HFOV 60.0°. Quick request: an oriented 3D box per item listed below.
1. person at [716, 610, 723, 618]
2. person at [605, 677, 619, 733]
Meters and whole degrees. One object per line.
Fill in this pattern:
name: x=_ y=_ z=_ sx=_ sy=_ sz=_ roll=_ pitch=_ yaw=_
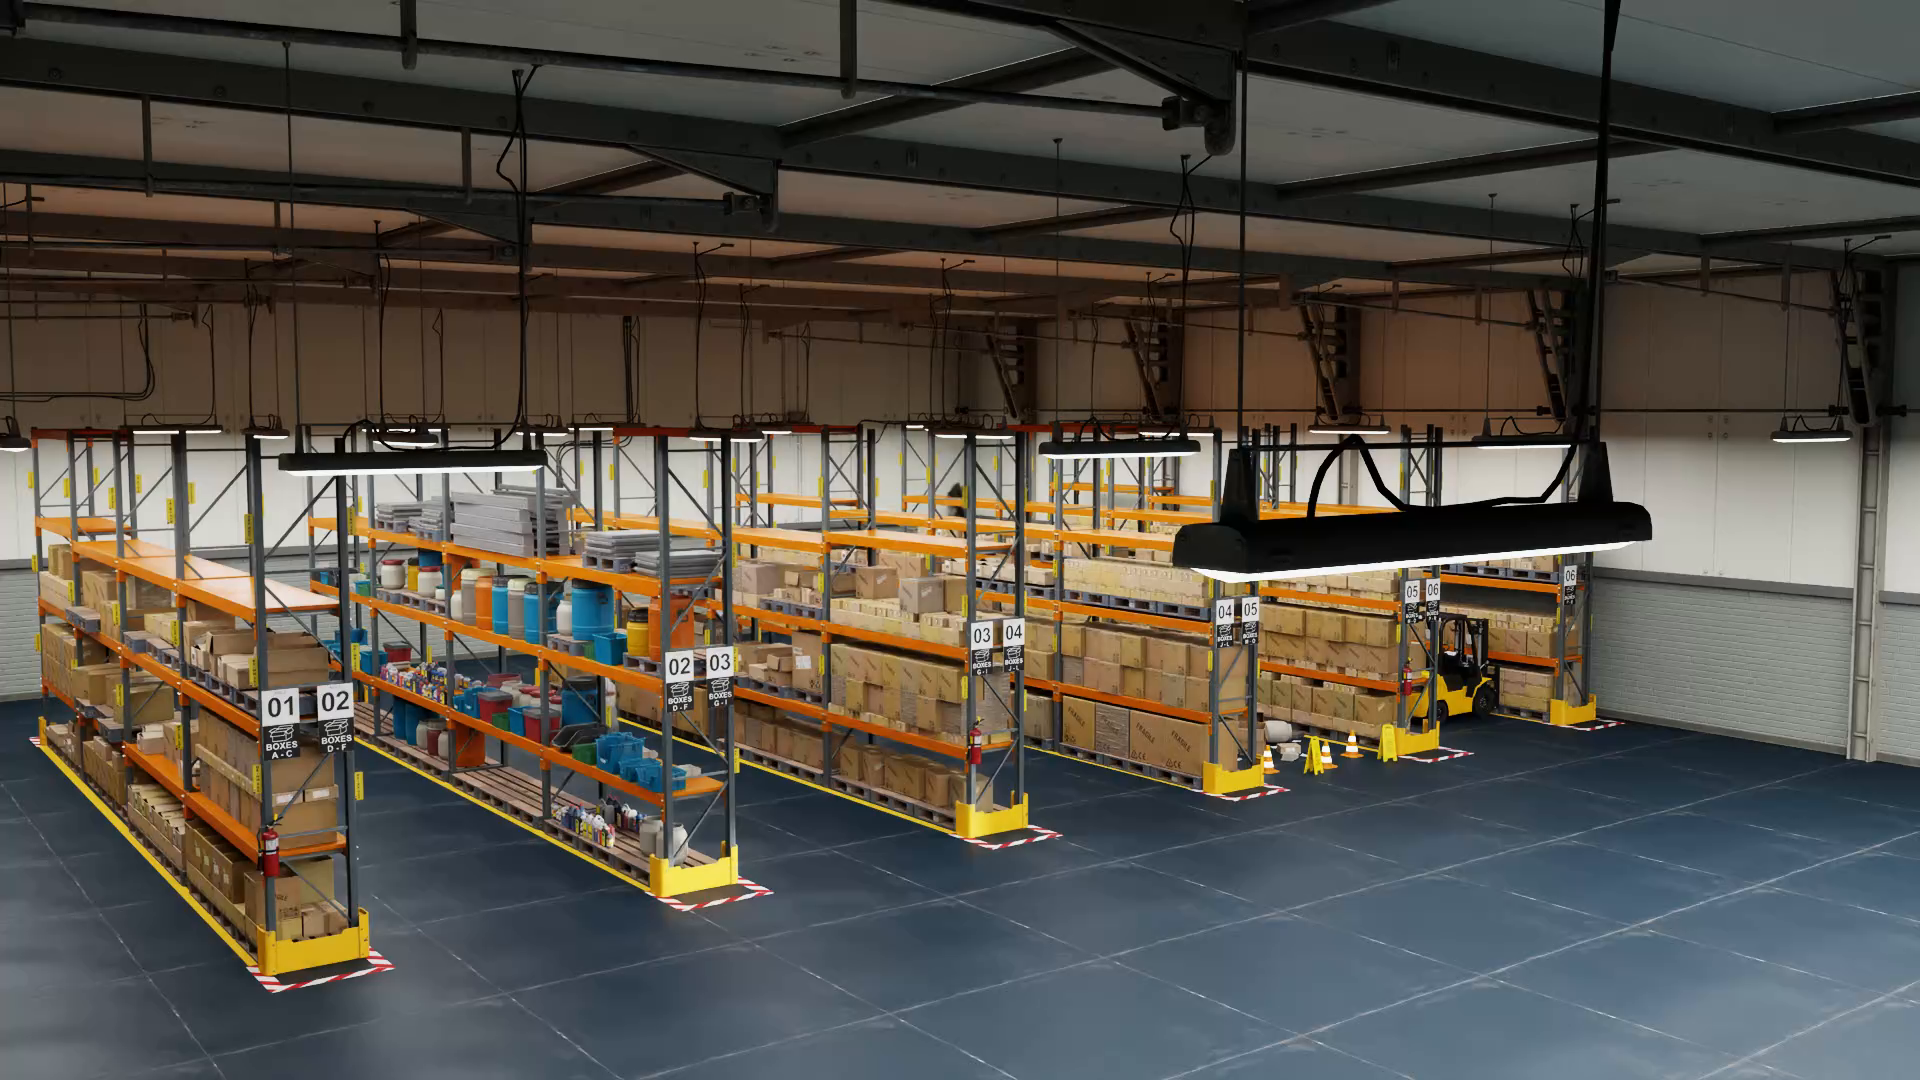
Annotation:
person: x=-6.015 y=2.316 z=41.140 sx=0.587 sy=1.626 sz=0.640 roll=-4 pitch=6 yaw=-45
person: x=-6.536 y=3.082 z=30.514 sx=0.584 sy=1.746 sz=0.806 roll=-4 pitch=6 yaw=-44
